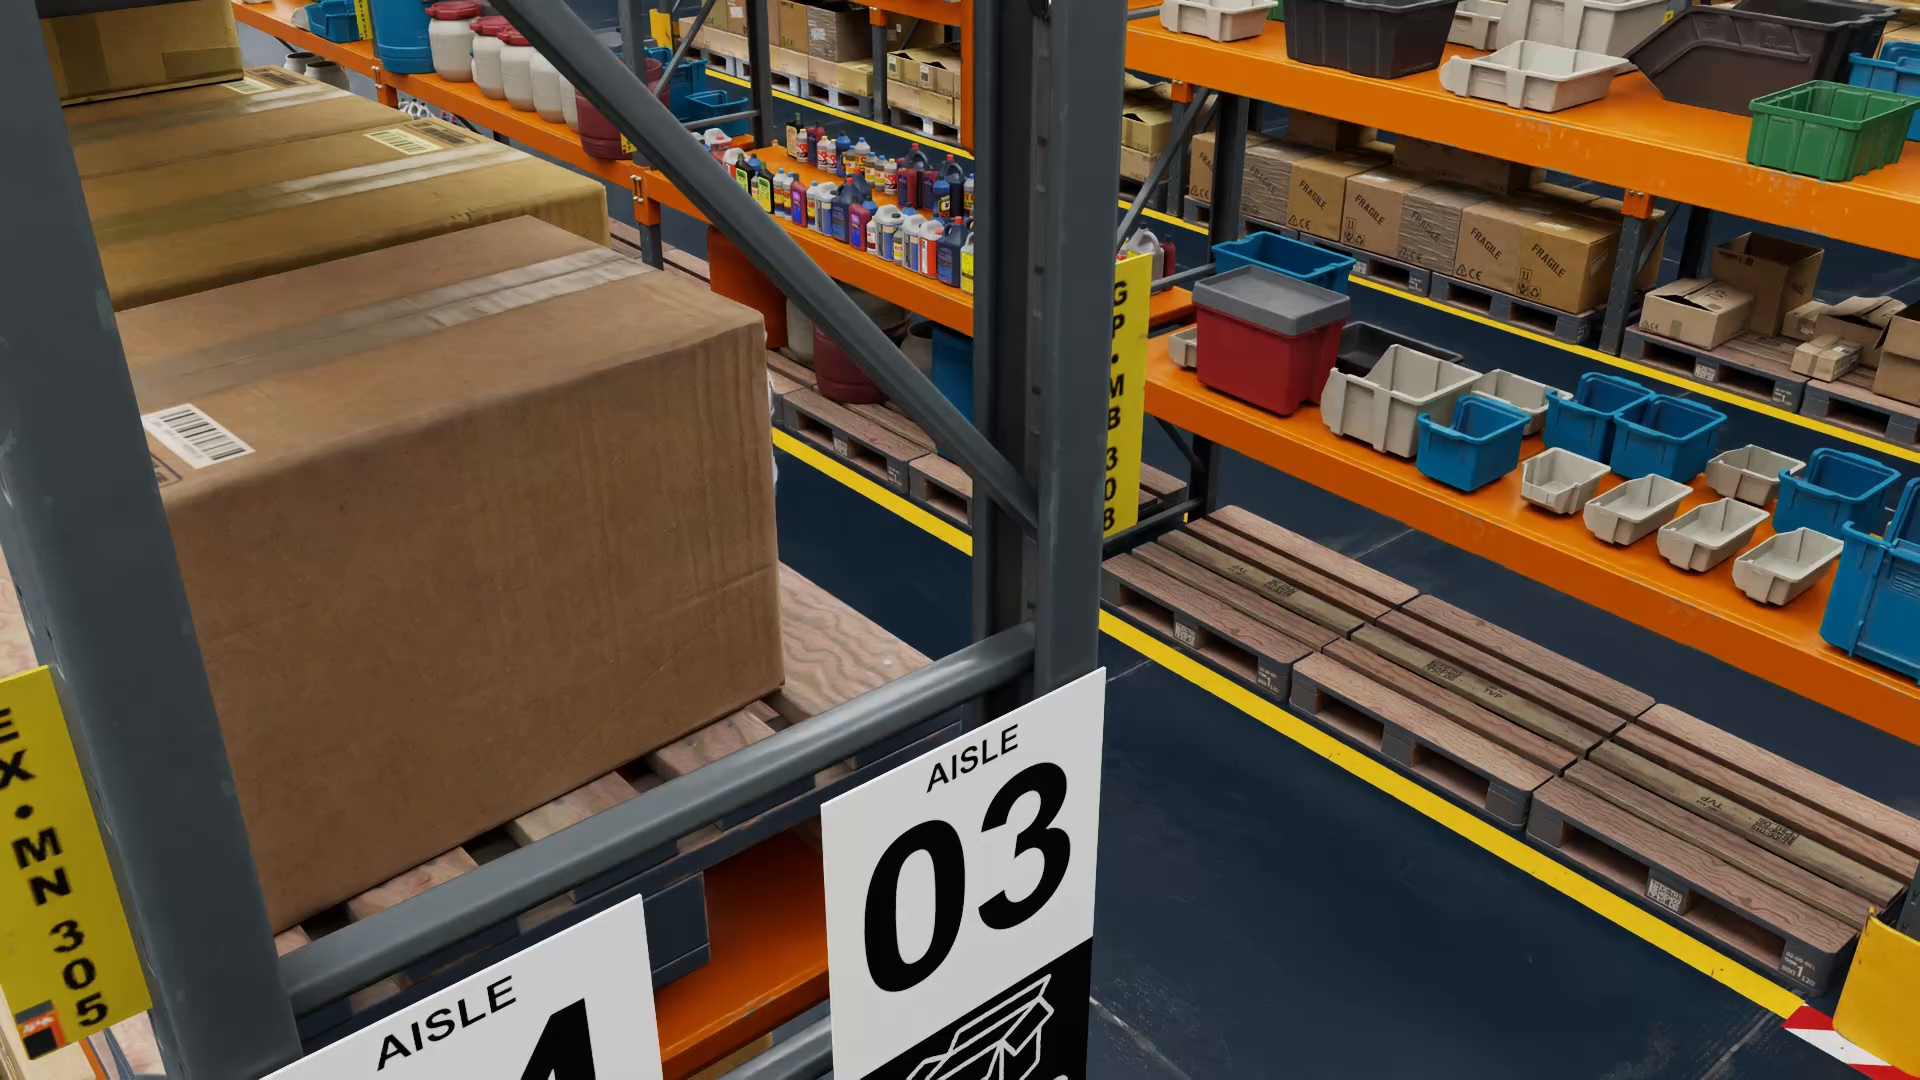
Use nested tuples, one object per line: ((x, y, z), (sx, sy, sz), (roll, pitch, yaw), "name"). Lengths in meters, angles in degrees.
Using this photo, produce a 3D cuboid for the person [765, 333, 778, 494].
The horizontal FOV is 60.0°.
((-1.038, -0.219, 7.465), (0.447, 1.699, 0.490), (11, 30, 20), "person")
